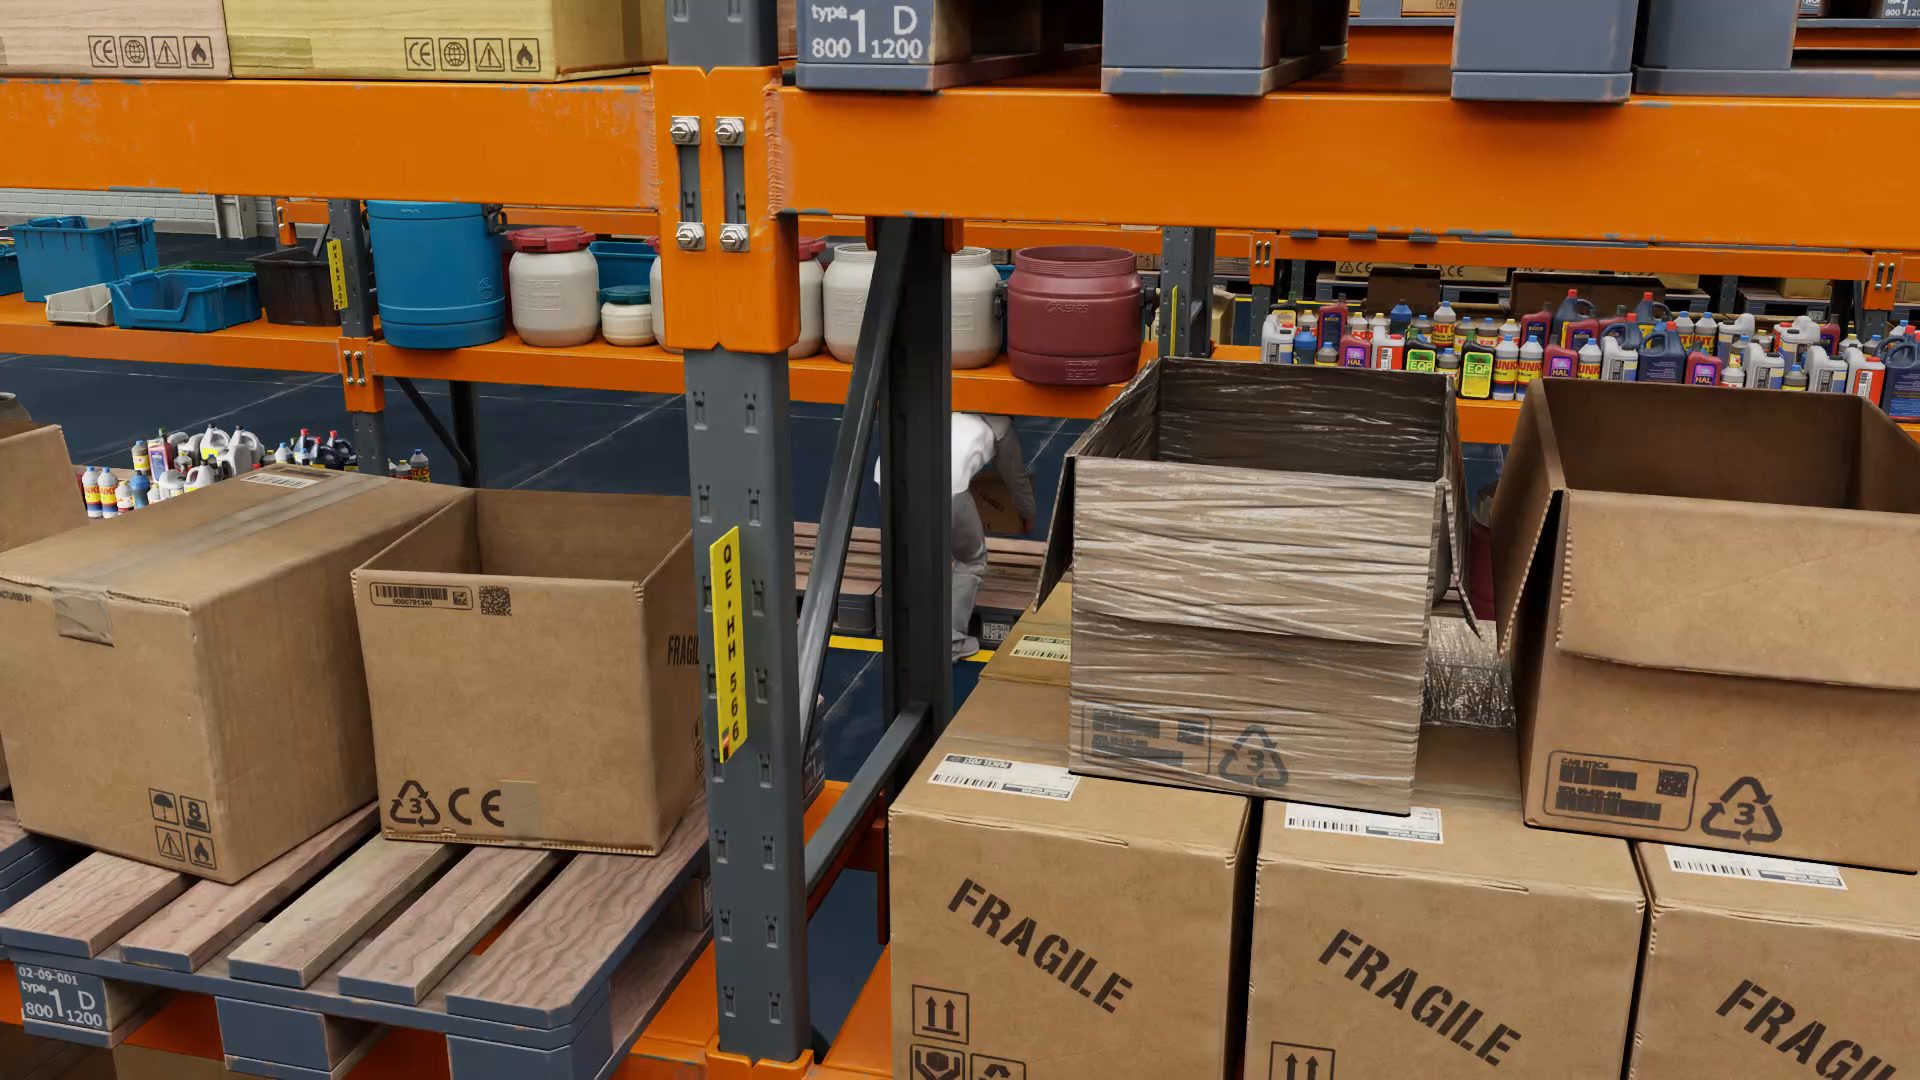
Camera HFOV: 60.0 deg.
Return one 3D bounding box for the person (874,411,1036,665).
[{"bbox_3d":[-0.019,-0.129,7.794,0.501,1.223,1.016,10,21,28],"label":"person"}]
